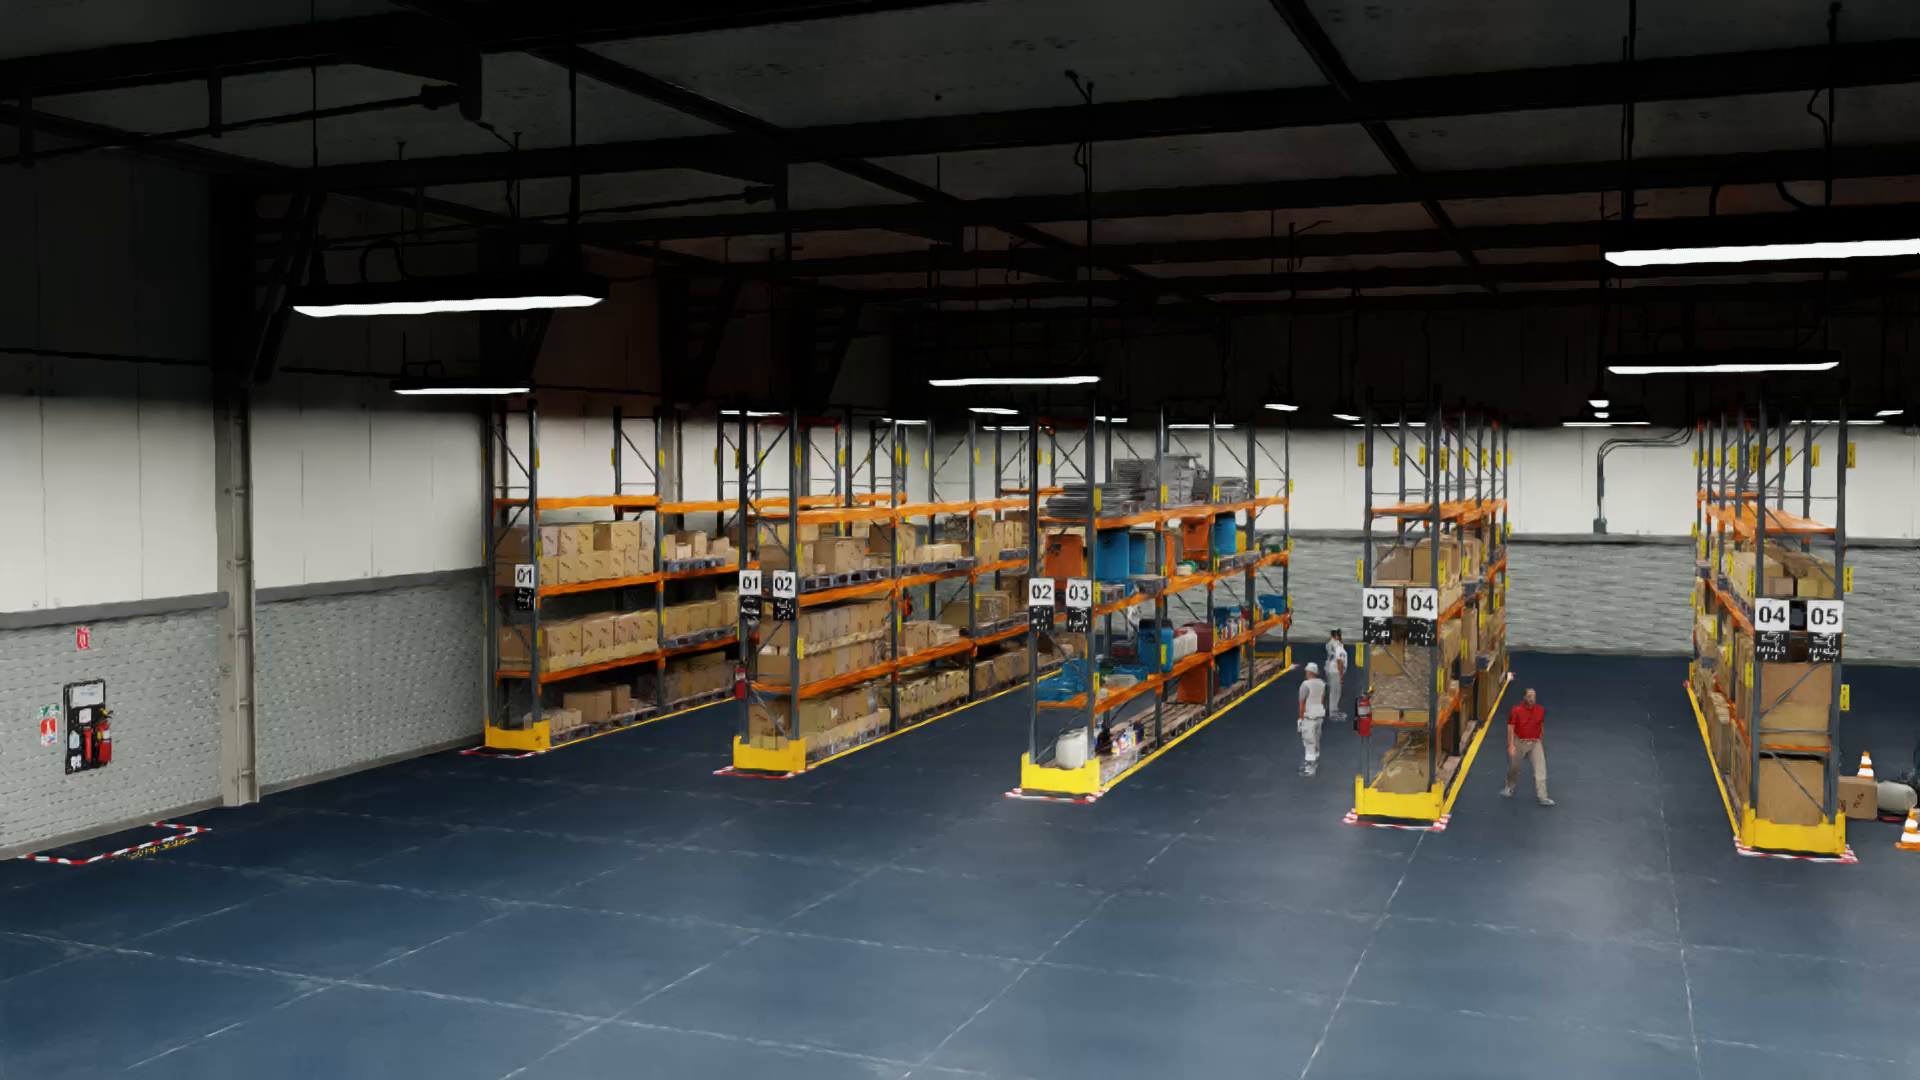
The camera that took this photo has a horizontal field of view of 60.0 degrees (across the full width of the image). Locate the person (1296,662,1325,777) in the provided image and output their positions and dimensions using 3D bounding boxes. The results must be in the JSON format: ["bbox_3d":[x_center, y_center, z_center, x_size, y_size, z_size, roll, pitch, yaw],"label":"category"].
[{"bbox_3d":[5.473,2.802,26.160,0.608,1.787,0.486,-2,4,-38],"label":"person"}]

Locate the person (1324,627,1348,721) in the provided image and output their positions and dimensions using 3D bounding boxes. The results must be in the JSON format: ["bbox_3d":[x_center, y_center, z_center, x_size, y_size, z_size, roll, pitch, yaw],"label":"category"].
[{"bbox_3d":[7.220,2.545,31.786,0.476,1.758,0.593,0,3,-8],"label":"person"}]

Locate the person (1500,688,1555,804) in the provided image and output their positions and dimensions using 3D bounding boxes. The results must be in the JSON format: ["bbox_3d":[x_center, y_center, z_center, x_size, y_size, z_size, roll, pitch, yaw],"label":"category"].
[{"bbox_3d":[8.249,3.005,24.193,0.583,1.558,0.974,0,3,-2],"label":"person"}]

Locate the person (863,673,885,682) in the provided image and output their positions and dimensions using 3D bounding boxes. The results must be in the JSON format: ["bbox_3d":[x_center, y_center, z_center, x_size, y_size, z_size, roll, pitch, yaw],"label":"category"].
[{"bbox_3d":[-1.789,2.425,34.801,0.729,1.733,0.546,1,3,20],"label":"person"}]

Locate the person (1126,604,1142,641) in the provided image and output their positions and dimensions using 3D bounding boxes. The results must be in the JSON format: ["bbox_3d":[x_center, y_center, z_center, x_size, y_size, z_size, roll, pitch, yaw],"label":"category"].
[{"bbox_3d":[4.256,2.136,40.888,0.380,1.679,0.563,2,4,38],"label":"person"}]
